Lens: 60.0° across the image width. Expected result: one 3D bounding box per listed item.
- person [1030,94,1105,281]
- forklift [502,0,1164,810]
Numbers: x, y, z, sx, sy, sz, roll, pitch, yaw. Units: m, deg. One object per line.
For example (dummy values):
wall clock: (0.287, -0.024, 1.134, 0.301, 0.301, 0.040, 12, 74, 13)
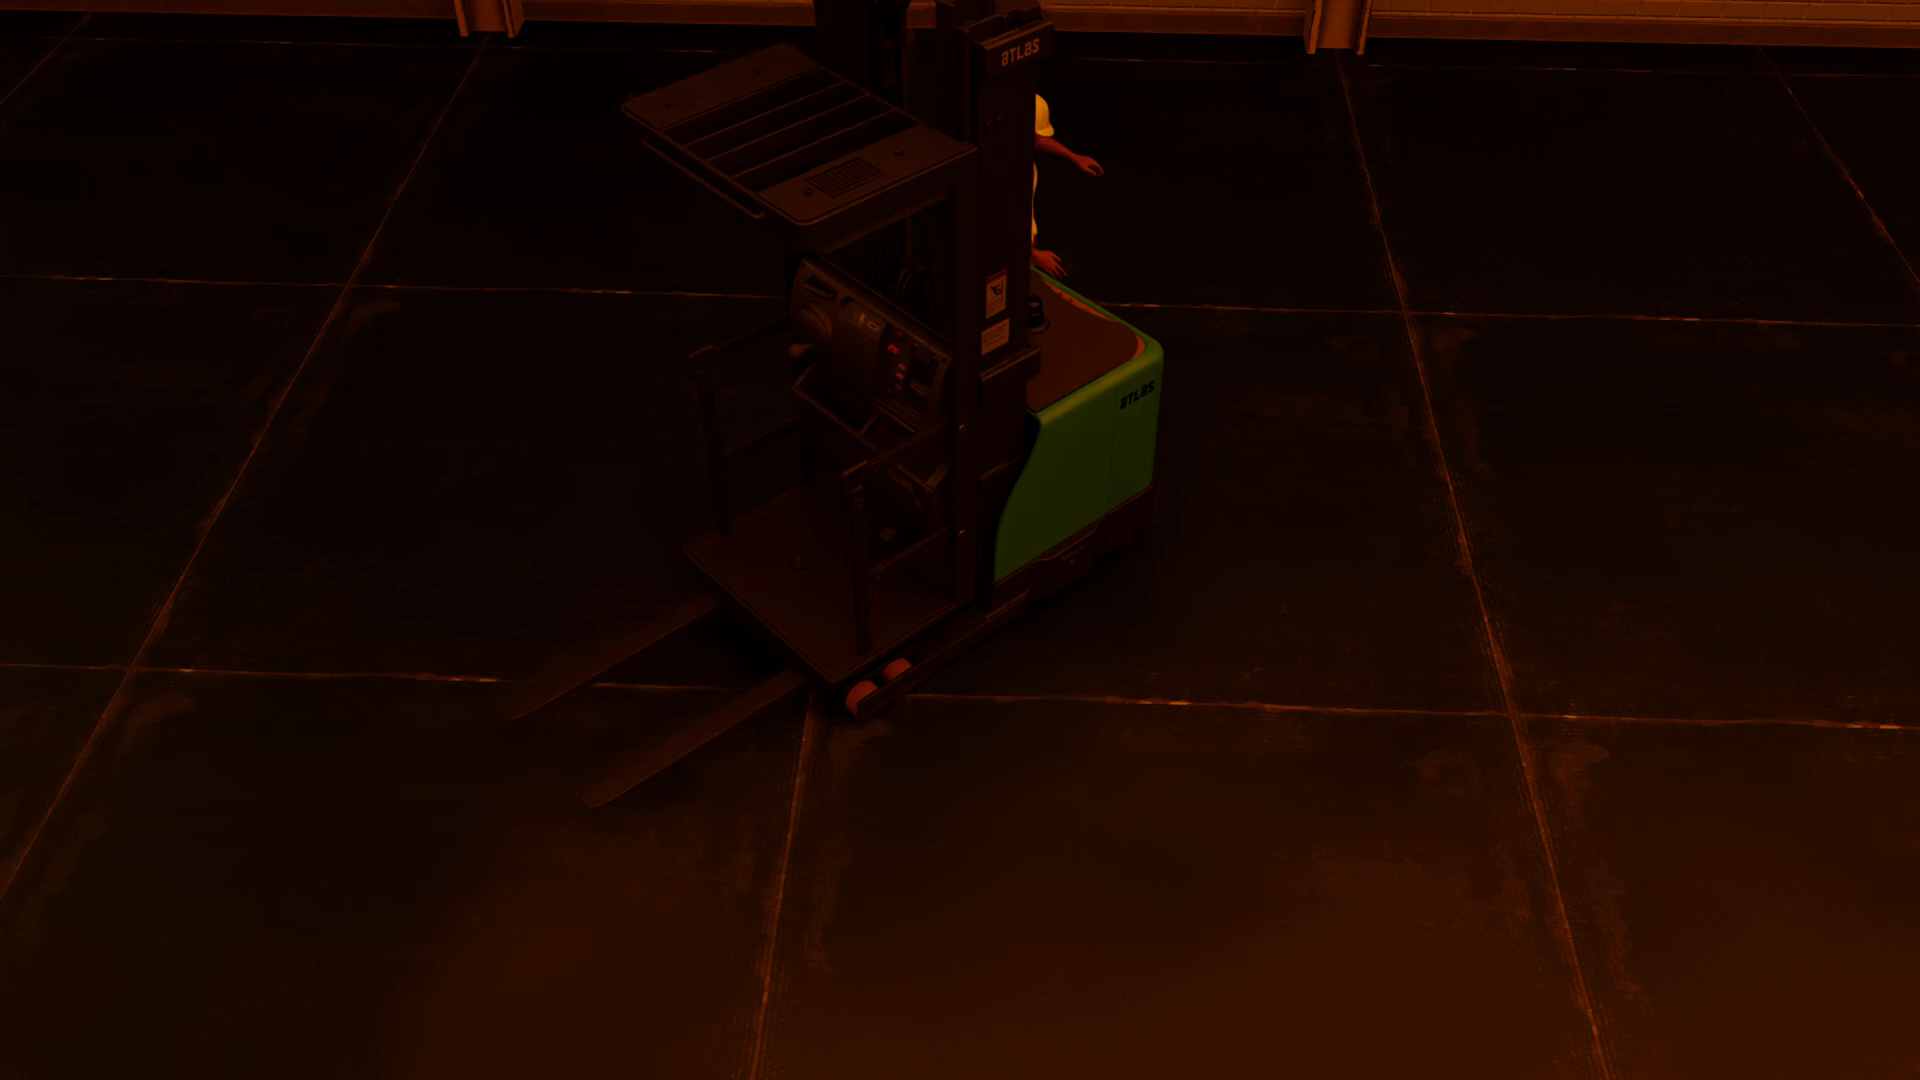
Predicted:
person: (0.380, -1.579, 8.491, 1.003, 1.572, 1.123, 9, 43, 9)
forklift: (-0.526, -0.721, 6.532, 3.031, 2.935, 1.130, -31, 51, -29)
